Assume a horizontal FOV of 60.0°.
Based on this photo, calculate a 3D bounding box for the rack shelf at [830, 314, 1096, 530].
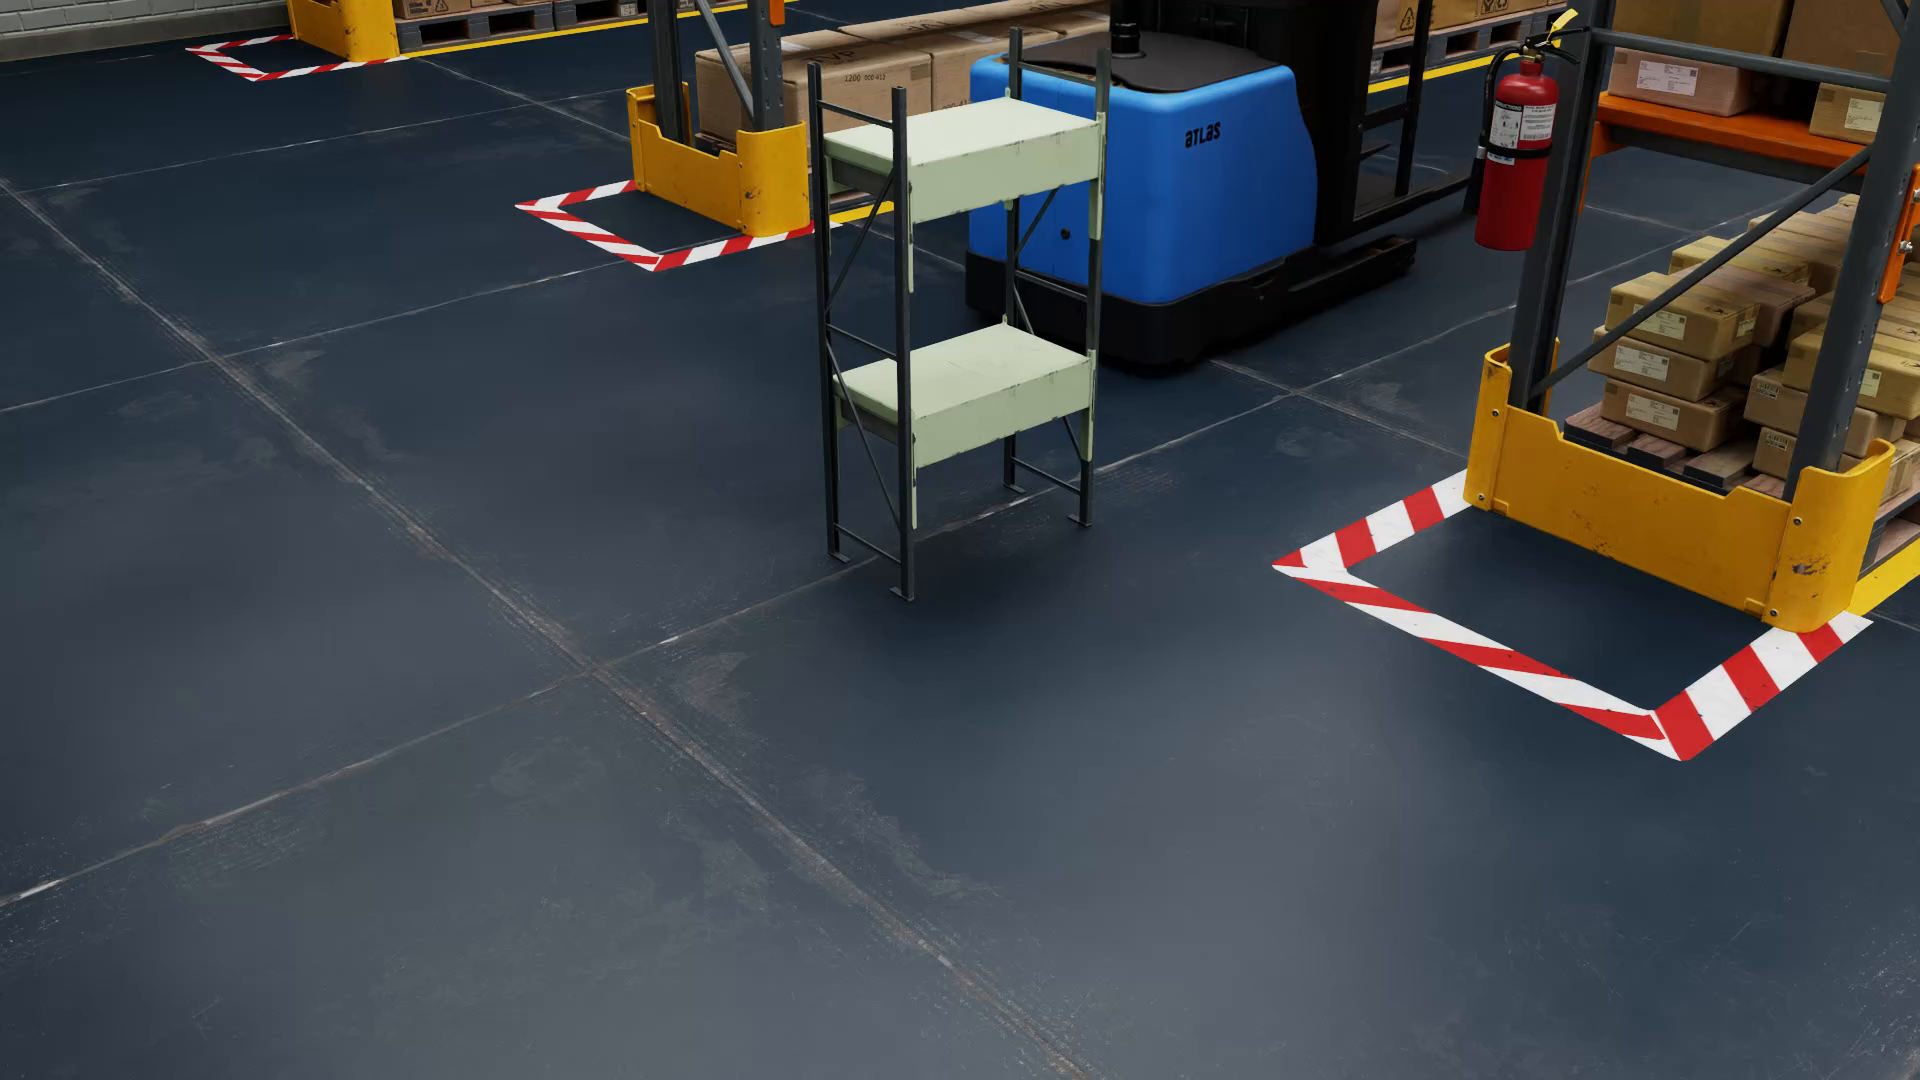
[{"bbox_3d":[0.005,-0.376,5.054,0.720,0.370,0.431,-22,35,-35],"label":"rack shelf"}]

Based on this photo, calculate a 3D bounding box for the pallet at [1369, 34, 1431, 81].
[{"bbox_3d":[2.383,-3.283,11.168,1.213,0.211,1.003,-22,35,-35],"label":"pallet"}]

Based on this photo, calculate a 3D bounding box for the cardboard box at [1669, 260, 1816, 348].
[{"bbox_3d":[2.558,-0.781,5.477,0.250,0.149,0.380,-21,35,-34],"label":"cardboard box"}]

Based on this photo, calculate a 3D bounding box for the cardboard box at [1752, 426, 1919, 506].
[{"bbox_3d":[2.698,-0.255,5.124,0.250,0.149,0.380,-21,35,-34],"label":"cardboard box"}]

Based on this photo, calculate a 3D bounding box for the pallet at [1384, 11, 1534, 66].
[{"bbox_3d":[3.311,-3.658,11.870,1.213,0.211,1.003,-22,35,-35],"label":"pallet"}]

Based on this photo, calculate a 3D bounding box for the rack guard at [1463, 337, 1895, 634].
[{"bbox_3d":[2.149,-0.202,5.098,0.348,0.500,1.175,-22,35,-35],"label":"rack guard"}]

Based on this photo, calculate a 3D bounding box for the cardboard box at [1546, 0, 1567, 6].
[{"bbox_3d":[4.308,-4.540,12.371,0.875,0.875,0.875,-22,35,-35],"label":"cardboard box"}]

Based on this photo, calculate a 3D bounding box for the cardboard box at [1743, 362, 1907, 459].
[{"bbox_3d":[2.657,-0.409,5.096,0.250,0.149,0.380,-20,34,-33],"label":"cardboard box"}]

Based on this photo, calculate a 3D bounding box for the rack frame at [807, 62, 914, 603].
[{"bbox_3d":[-0.273,-0.552,4.691,0.023,1.500,0.400,-22,35,-35],"label":"rack frame"}]

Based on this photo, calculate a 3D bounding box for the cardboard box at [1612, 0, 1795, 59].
[{"bbox_3d":[2.266,-1.687,4.802,0.500,0.500,0.500,-21,35,-34],"label":"cardboard box"}]

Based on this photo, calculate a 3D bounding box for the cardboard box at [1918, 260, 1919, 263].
[{"bbox_3d":[3.469,-0.856,5.617,0.250,0.149,0.380,-20,34,-33],"label":"cardboard box"}]

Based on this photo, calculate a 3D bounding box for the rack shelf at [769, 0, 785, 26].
[{"bbox_3d":[0.323,-3.320,9.044,4.000,0.370,1.077,-22,35,-35],"label":"rack shelf"}]

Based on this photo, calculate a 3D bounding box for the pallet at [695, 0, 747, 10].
[{"bbox_3d":[-1.903,-4.588,13.612,1.213,0.211,1.003,-22,35,-35],"label":"pallet"}]

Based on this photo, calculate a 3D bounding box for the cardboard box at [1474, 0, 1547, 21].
[{"bbox_3d":[3.627,-4.268,11.863,0.875,0.875,0.875,-21,35,-34],"label":"cardboard box"}]

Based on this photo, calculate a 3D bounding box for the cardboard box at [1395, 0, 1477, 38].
[{"bbox_3d":[2.947,-3.995,11.352,0.875,0.875,0.875,-21,34,-34],"label":"cardboard box"}]

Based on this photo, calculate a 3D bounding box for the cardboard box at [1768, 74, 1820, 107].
[{"bbox_3d":[2.370,-1.435,5.018,0.250,0.149,0.380,-22,35,-35],"label":"cardboard box"}]

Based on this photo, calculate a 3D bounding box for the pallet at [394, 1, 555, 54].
[{"bbox_3d":[-3.759,-3.842,12.215,1.213,0.211,1.003,-22,35,-35],"label":"pallet"}]

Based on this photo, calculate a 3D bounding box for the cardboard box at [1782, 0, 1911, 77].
[{"bbox_3d":[2.612,-1.495,4.444,0.500,0.500,0.500,-20,34,-33],"label":"cardboard box"}]

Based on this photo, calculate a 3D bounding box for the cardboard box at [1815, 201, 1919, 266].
[{"bbox_3d":[3.352,-1.105,6.084,0.250,0.149,0.380,-23,36,-36],"label":"cardboard box"}]

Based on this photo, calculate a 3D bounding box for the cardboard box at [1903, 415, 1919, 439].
[{"bbox_3d":[2.902,-0.472,5.215,0.250,0.149,0.380,-22,35,-35],"label":"cardboard box"}]

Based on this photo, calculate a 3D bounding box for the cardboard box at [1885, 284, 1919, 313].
[{"bbox_3d":[3.117,-0.669,5.267,0.250,0.149,0.380,-22,35,-35],"label":"cardboard box"}]

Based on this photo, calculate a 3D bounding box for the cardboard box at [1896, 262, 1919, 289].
[{"bbox_3d":[3.252,-0.775,5.465,0.250,0.149,0.380,-24,36,-37],"label":"cardboard box"}]

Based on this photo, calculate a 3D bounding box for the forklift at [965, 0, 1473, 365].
[{"bbox_3d":[1.404,-2.564,6.938,1.130,2.935,3.031,24,36,38],"label":"forklift"}]

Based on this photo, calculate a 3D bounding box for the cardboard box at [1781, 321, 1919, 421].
[{"bbox_3d":[2.711,-0.510,4.970,0.250,0.149,0.380,-24,36,-37],"label":"cardboard box"}]

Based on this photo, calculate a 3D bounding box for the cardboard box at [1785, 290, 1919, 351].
[{"bbox_3d":[2.842,-0.638,5.209,0.250,0.149,0.380,-21,35,-34],"label":"cardboard box"}]

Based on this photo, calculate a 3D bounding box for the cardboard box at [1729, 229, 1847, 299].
[{"bbox_3d":[2.911,-0.962,5.816,0.250,0.149,0.380,-24,36,-37],"label":"cardboard box"}]

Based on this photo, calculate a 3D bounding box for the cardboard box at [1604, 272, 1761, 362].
[{"bbox_3d":[2.330,-0.725,5.372,0.250,0.149,0.380,-21,35,-34],"label":"cardboard box"}]

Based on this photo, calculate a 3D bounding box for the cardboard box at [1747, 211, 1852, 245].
[{"bbox_3d":[3.079,-1.064,6.007,0.250,0.149,0.380,-20,34,-33],"label":"cardboard box"}]

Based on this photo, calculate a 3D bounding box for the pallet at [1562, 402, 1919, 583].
[{"bbox_3d":[2.790,-0.311,5.608,1.213,0.211,1.003,-22,35,-35],"label":"pallet"}]

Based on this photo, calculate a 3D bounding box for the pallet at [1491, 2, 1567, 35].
[{"bbox_3d":[4.239,-4.029,12.565,1.213,0.211,1.003,-22,35,-35],"label":"pallet"}]

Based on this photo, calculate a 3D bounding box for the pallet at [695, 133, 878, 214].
[{"bbox_3d":[-0.641,-2.068,8.897,1.213,0.211,1.003,-22,35,-35],"label":"pallet"}]

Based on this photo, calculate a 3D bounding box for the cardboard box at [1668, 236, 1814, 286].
[{"bbox_3d":[2.673,-0.906,5.710,0.250,0.149,0.380,-23,36,-36],"label":"cardboard box"}]

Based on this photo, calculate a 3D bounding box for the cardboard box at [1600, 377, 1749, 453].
[{"bbox_3d":[2.357,-0.445,5.480,0.250,0.149,0.380,-21,35,-34],"label":"cardboard box"}]

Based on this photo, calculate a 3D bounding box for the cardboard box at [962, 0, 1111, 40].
[{"bbox_3d":[0.617,-2.877,9.724,0.875,0.438,0.875,-23,36,-36],"label":"cardboard box"}]

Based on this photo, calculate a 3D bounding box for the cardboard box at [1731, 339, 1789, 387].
[{"bbox_3d":[2.542,-0.665,5.576,0.250,0.149,0.380,-23,36,-36],"label":"cardboard box"}]

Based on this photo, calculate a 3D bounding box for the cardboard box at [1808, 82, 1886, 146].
[{"bbox_3d":[2.551,-1.152,4.491,0.250,0.149,0.380,-22,35,-35],"label":"cardboard box"}]

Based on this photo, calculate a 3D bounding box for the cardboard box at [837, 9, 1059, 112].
[{"bbox_3d":[-0.070,-2.602,9.208,0.875,0.438,0.875,-21,34,-34],"label":"cardboard box"}]

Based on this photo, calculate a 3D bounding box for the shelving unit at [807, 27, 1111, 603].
[{"bbox_3d":[0.005,-0.664,4.900,0.755,1.500,0.431,-22,35,-35],"label":"shelving unit"}]

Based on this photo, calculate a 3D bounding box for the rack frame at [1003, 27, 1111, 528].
[{"bbox_3d":[0.284,-0.775,5.110,0.023,1.500,0.400,-22,35,-35],"label":"rack frame"}]

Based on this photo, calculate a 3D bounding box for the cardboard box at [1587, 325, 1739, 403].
[{"bbox_3d":[2.308,-0.605,5.462,0.250,0.149,0.380,-23,36,-36],"label":"cardboard box"}]

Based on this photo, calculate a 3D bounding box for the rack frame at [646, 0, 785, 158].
[{"bbox_3d":[-1.198,-3.026,7.729,0.127,3.000,1.000,-22,35,-35],"label":"rack frame"}]

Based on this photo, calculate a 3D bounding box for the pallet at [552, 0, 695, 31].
[{"bbox_3d":[-2.831,-4.213,12.910,1.213,0.211,1.003,-22,35,-35],"label":"pallet"}]

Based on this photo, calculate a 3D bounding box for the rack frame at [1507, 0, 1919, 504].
[{"bbox_3d":[2.091,-1.282,4.466,0.127,3.000,1.000,-22,35,-35],"label":"rack frame"}]

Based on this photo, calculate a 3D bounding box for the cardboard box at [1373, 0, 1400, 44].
[{"bbox_3d":[2.264,-3.716,10.829,0.875,0.875,0.875,-21,34,-33],"label":"cardboard box"}]

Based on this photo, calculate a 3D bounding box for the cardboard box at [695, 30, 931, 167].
[{"bbox_3d":[-0.761,-2.319,8.679,0.875,0.438,0.875,-23,36,-37],"label":"cardboard box"}]

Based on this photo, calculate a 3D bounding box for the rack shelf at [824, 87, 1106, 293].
[{"bbox_3d":[0.005,-1.008,4.716,0.720,0.370,0.431,-22,35,-35],"label":"rack shelf"}]

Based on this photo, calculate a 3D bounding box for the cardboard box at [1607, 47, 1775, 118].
[{"bbox_3d":[2.156,-1.372,4.901,0.250,0.149,0.380,-22,35,-35],"label":"cardboard box"}]

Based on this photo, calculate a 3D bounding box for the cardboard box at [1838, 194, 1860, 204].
[{"bbox_3d":[3.532,-1.196,6.253,0.250,0.149,0.380,-22,35,-35],"label":"cardboard box"}]

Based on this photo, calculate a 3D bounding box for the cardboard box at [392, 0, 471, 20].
[{"bbox_3d":[-3.896,-4.042,11.833,0.637,0.503,0.797,-24,36,-37],"label":"cardboard box"}]

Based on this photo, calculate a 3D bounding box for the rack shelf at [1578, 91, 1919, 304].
[{"bbox_3d":[3.613,-1.576,5.780,4.000,0.370,1.077,-22,35,-35],"label":"rack shelf"}]

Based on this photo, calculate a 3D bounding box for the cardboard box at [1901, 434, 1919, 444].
[{"bbox_3d":[2.844,-0.364,5.329,0.250,0.149,0.380,-22,35,-35],"label":"cardboard box"}]

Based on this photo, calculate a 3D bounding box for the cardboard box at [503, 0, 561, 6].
[{"bbox_3d":[-3.220,-4.288,12.297,0.500,0.500,0.700,-20,34,-33],"label":"cardboard box"}]

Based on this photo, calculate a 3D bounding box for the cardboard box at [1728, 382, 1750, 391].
[{"bbox_3d":[2.486,-0.560,5.695,0.250,0.149,0.380,-21,34,-33],"label":"cardboard box"}]

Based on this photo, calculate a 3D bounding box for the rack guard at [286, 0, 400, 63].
[{"bbox_3d":[-4.365,-3.725,11.690,0.348,0.500,1.175,-22,35,-35],"label":"rack guard"}]

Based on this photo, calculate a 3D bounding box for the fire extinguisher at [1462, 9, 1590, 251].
[{"bbox_3d":[1.600,-1.172,4.737,0.183,0.674,0.296,-22,35,-35],"label":"fire extinguisher"}]

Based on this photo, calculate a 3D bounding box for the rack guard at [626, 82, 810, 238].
[{"bbox_3d":[-1.217,-1.916,8.305,0.348,0.500,1.175,-22,35,-35],"label":"rack guard"}]

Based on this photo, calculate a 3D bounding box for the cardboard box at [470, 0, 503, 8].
[{"bbox_3d":[-3.547,-4.001,12.134,0.250,0.149,0.380,-24,36,-37],"label":"cardboard box"}]
